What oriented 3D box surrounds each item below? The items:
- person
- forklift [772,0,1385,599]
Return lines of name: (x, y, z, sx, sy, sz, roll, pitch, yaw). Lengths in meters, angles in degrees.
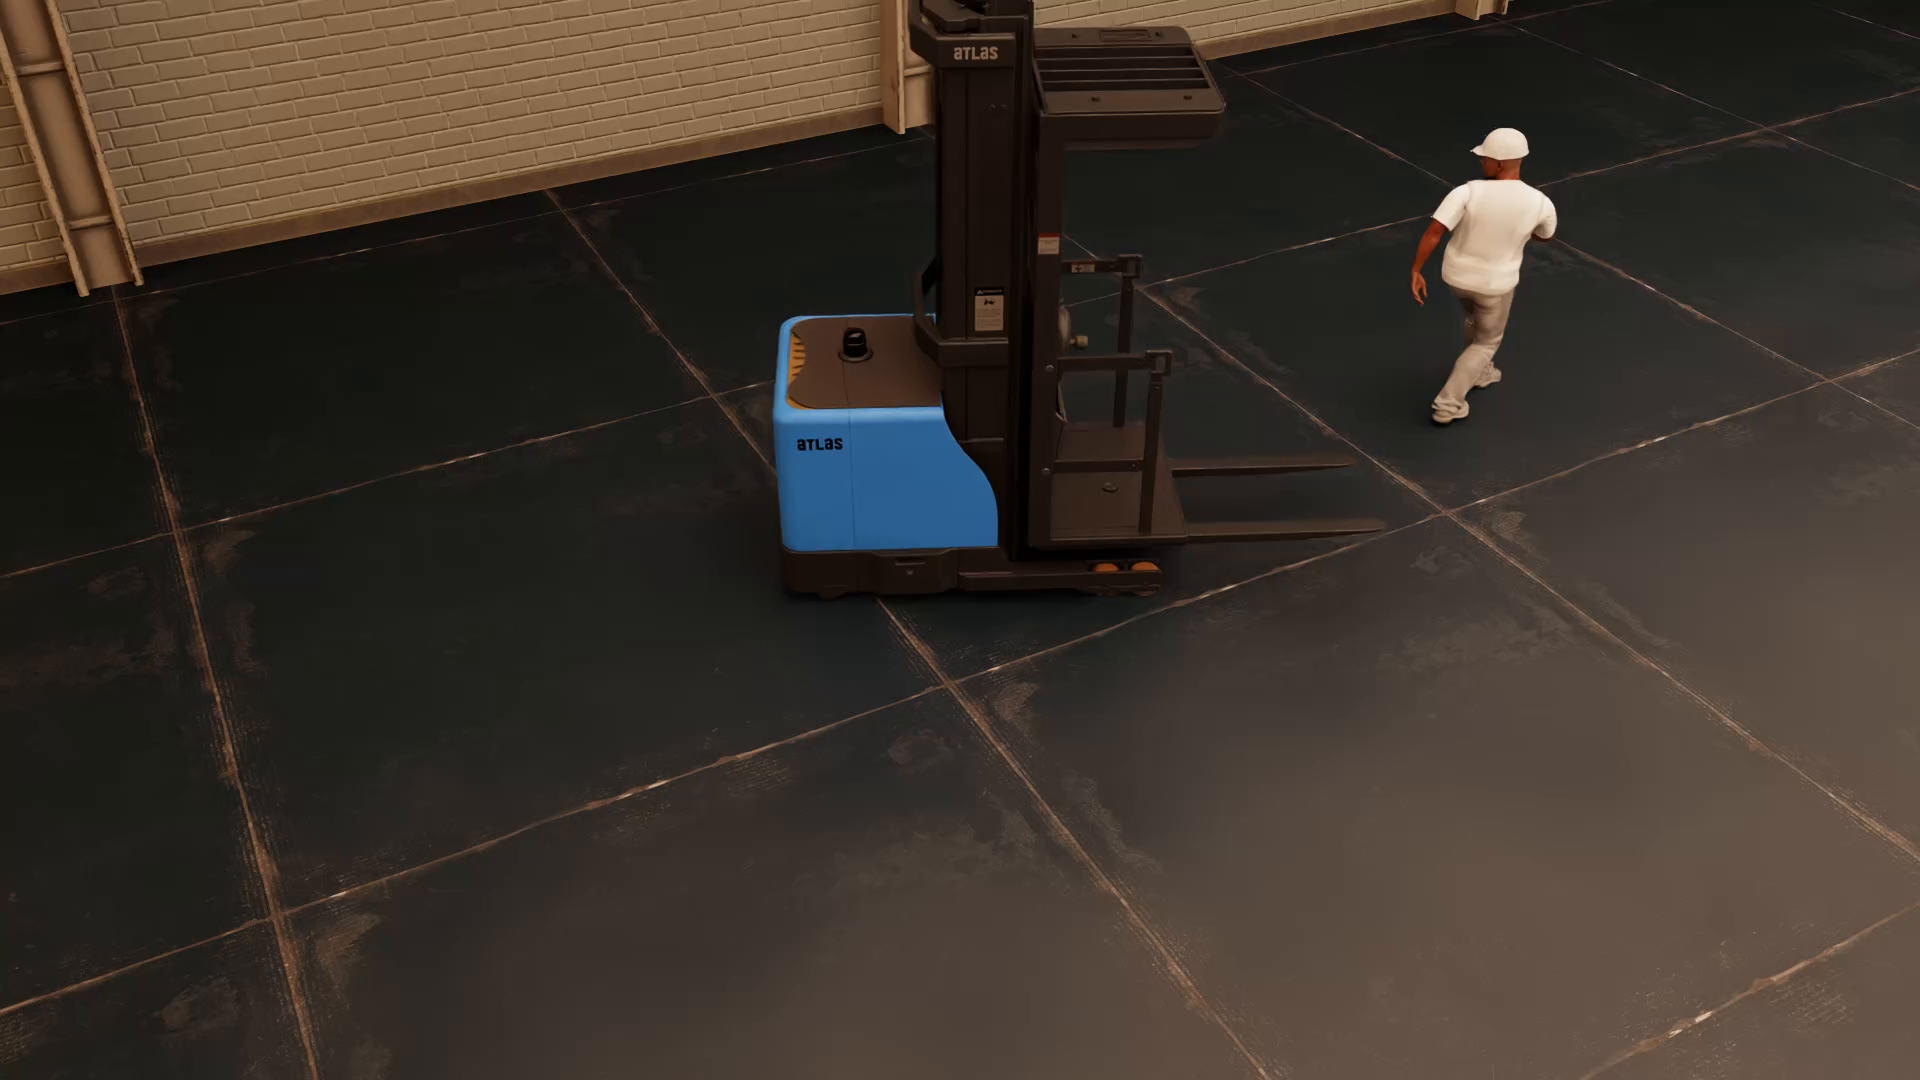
person: (2.953, -1.494, 9.343, 0.582, 1.704, 0.987, 22, 41, 28)
forklift: (0.609, -1.221, 7.851, 3.031, 2.935, 1.130, -2, 35, -2)
